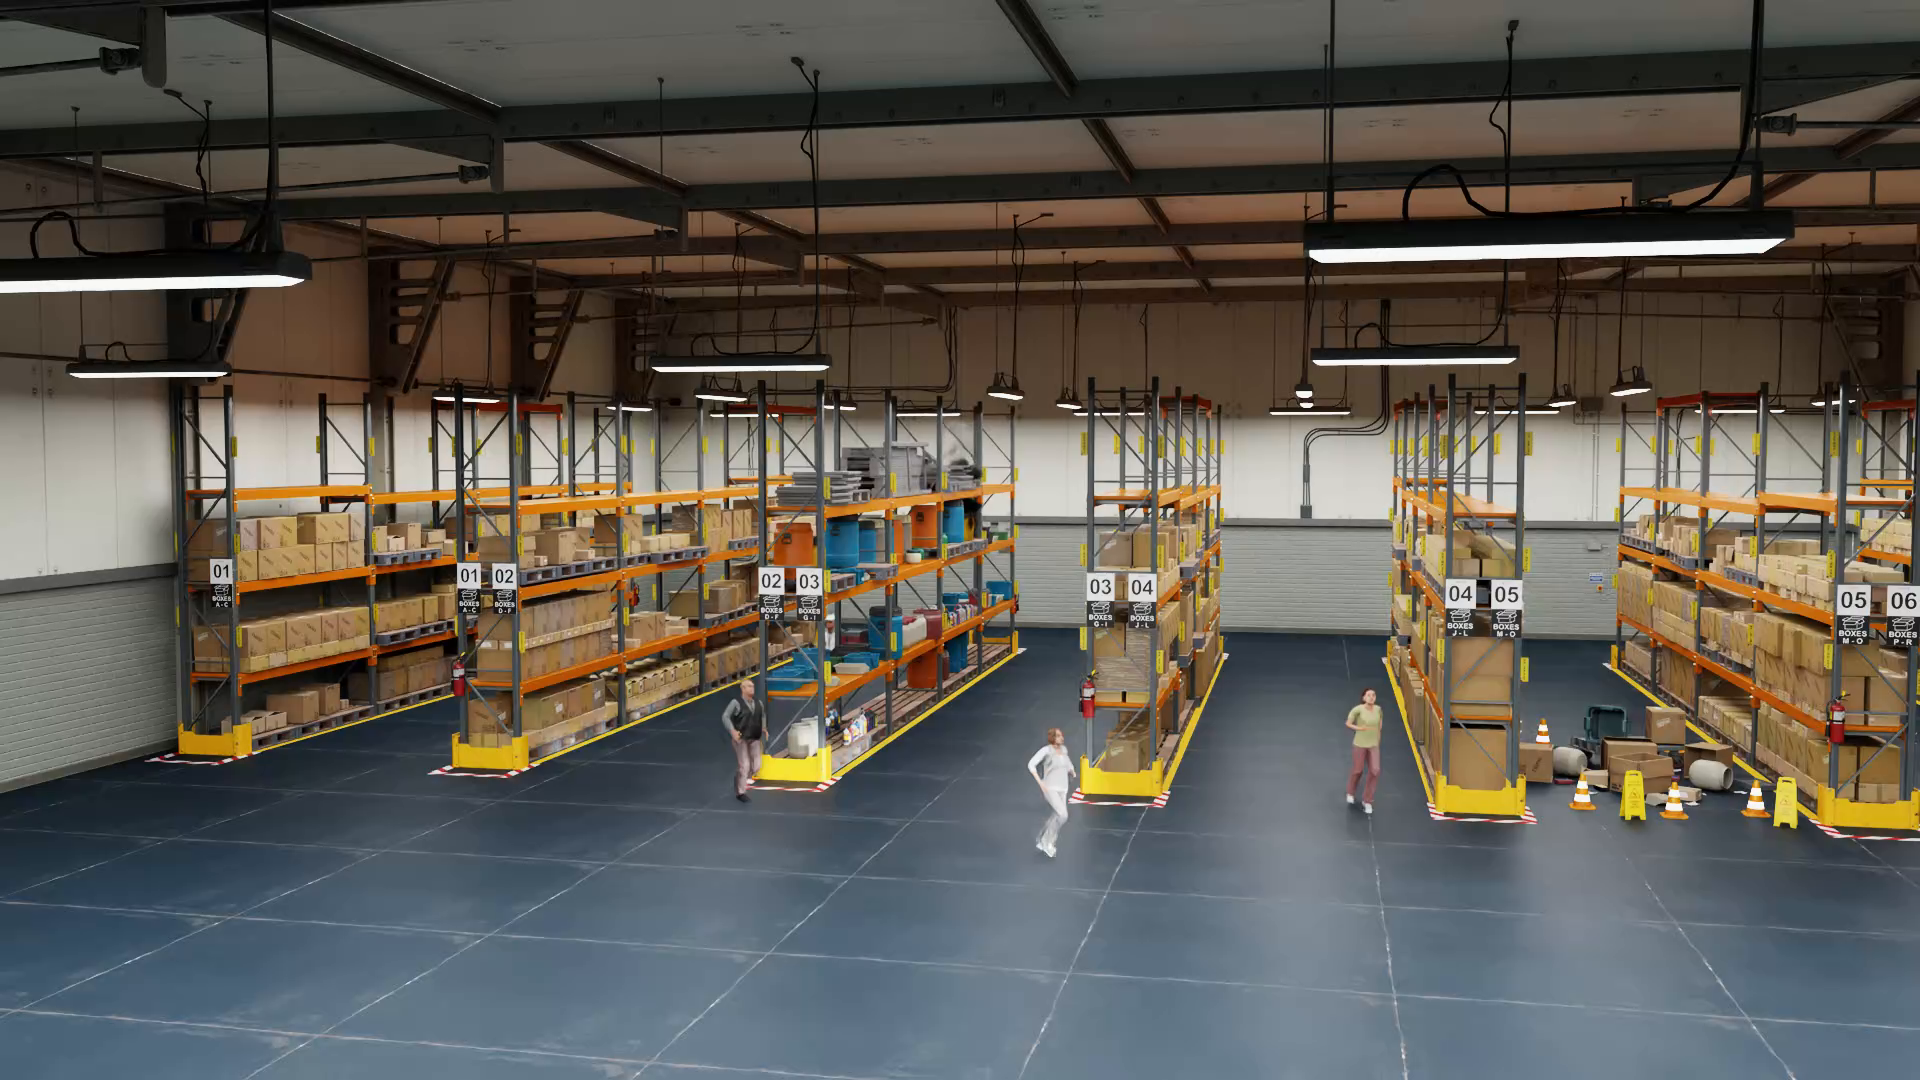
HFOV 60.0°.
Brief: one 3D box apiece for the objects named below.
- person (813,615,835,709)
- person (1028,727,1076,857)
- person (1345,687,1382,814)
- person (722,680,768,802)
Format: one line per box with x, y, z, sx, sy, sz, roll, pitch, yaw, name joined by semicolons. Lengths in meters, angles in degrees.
-2.481;2.310;31.886;0.658;1.756;0.971;1;3;10;person
1.162;3.066;20.298;0.593;1.577;0.557;-3;4;-42;person
5.602;2.887;23.020;0.591;1.731;0.749;0;3;-7;person
-3.034;2.850;23.689;0.717;1.696;0.527;-2;4;-36;person
